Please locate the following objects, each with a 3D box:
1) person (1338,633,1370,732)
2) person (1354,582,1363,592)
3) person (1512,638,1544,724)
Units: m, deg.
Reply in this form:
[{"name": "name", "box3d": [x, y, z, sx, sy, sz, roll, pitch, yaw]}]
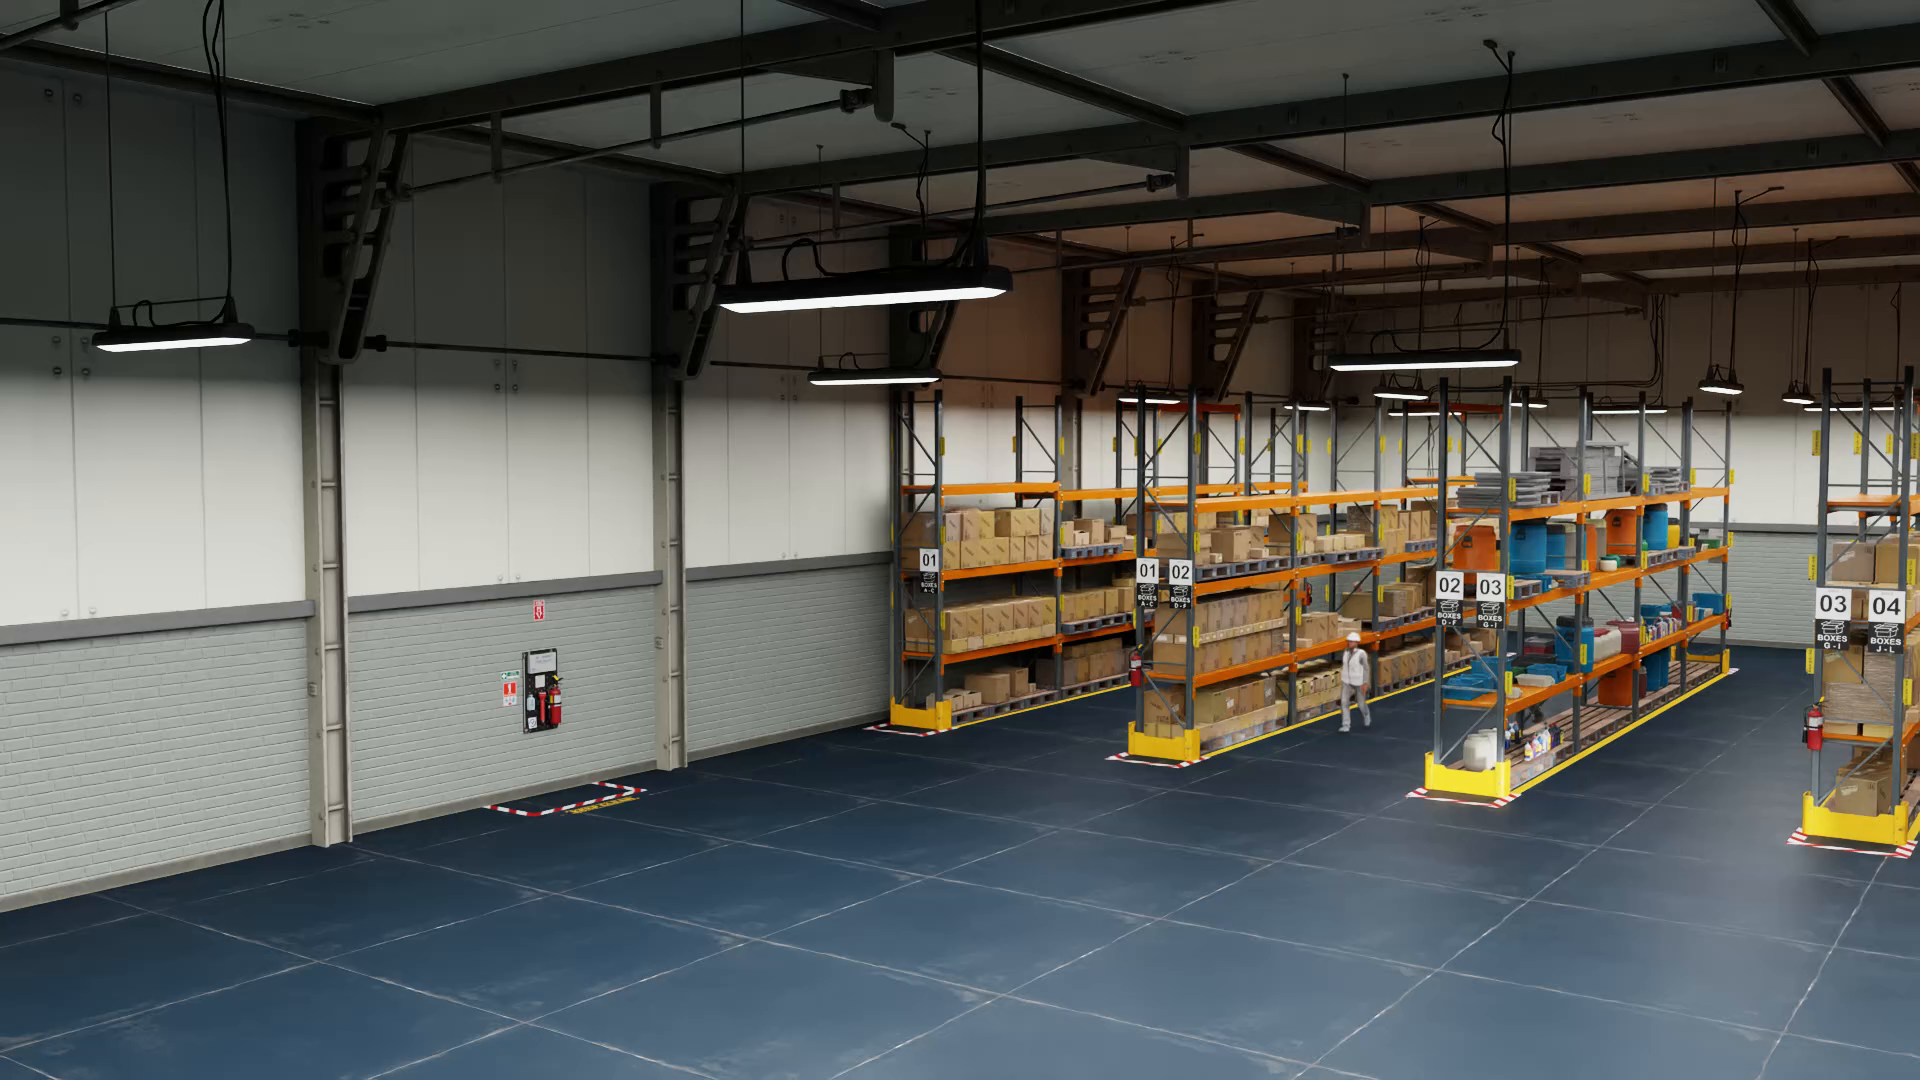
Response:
[{"name": "person", "box3d": [6.985, 2.484, 29.254, 0.527, 1.733, 0.948, 2, 4, 32]}, {"name": "person", "box3d": [9.581, 1.873, 40.359, 0.476, 1.724, 0.570, 0, 3, -2]}, {"name": "person", "box3d": [10.010, 2.520, 29.404, 1.030, 1.584, 0.483, -2, 4, -26]}]
